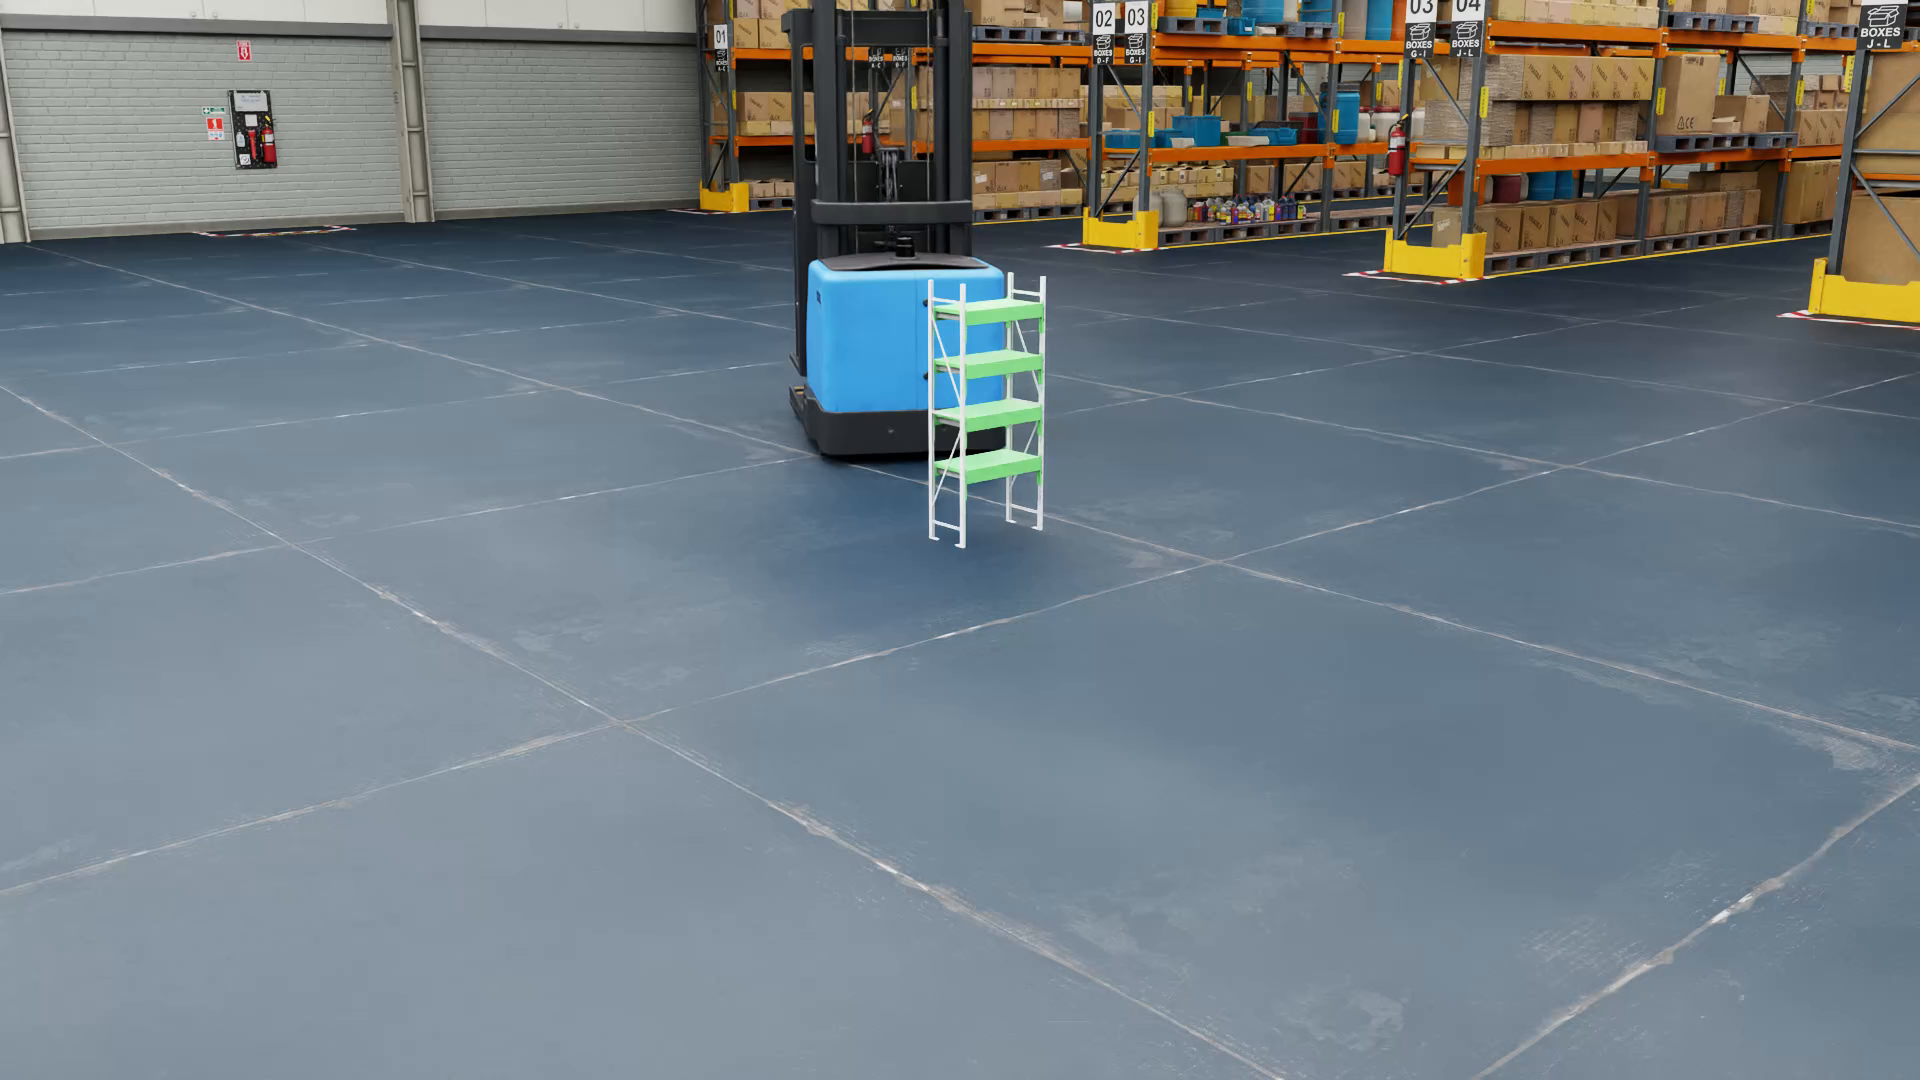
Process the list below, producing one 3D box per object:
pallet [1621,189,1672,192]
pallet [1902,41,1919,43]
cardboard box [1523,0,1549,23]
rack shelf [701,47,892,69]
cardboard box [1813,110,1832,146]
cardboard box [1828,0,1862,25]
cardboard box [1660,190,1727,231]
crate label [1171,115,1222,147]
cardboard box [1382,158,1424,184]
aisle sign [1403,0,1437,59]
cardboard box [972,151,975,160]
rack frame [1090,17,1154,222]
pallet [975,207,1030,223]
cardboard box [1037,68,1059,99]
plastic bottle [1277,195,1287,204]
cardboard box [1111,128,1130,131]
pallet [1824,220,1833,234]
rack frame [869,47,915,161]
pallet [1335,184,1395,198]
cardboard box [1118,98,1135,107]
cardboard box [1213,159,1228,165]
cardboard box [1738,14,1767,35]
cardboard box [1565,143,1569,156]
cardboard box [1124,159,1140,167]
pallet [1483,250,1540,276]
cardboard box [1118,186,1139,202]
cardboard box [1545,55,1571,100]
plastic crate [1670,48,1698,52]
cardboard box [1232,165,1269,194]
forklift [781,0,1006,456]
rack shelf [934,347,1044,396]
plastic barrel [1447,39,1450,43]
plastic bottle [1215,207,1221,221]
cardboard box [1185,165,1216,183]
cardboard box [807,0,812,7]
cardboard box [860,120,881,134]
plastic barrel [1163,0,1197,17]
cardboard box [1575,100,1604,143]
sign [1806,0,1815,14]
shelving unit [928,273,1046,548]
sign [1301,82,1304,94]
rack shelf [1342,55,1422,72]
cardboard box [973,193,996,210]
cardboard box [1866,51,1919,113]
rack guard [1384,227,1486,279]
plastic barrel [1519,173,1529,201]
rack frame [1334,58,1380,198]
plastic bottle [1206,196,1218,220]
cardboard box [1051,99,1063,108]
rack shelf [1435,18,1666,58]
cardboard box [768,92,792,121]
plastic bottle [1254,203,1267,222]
[{"bbox_3d":[13.601,-6.720,32.500,1.213,0.211,1.003,-13,19,-39],"label":"pallet"},{"bbox_3d":[16.026,-8.306,27.394,1.213,0.211,1.003,-13,19,-39],"label":"pallet"},{"bbox_3d":[6.348,-6.022,18.959,0.500,0.250,0.500,-13,20,-41],"label":"cardboard box"},{"bbox_3d":[-2.816,-8.858,30.682,4.000,0.370,1.077,-13,19,-39],"label":"rack shelf"},{"bbox_3d":[12.398,-6.046,24.377,0.500,0.500,0.500,-13,20,-41],"label":"cardboard box"},{"bbox_3d":[12.992,-7.932,24.808,0.637,0.503,0.797,-13,20,-40],"label":"cardboard box"},{"bbox_3d":[10.139,-4.574,23.052,0.500,0.500,0.700,-11,18,-35],"label":"cardboard box"},{"bbox_3d":[3.390,-5.871,23.848,0.616,0.435,0.502,-13,19,-39],"label":"crate label"},{"bbox_3d":[9.396,-7.813,35.171,0.637,0.503,0.797,-13,19,-39],"label":"cardboard box"},{"bbox_3d":[5.186,-5.829,18.722,0.004,0.787,0.394,-13,19,-39],"label":"aisle sign"},{"bbox_3d":[-0.043,-7.755,33.508,0.500,0.250,0.500,-13,20,-41],"label":"cardboard box"},{"bbox_3d":[2.179,-5.489,22.488,0.127,3.000,1.000,-13,19,-39],"label":"rack frame"},{"bbox_3d":[0.399,-5.450,27.745,1.213,0.211,1.003,-13,19,-39],"label":"pallet"},{"bbox_3d":[1.236,-7.645,27.849,0.500,0.500,0.700,-13,20,-39],"label":"cardboard box"},{"bbox_3d":[4.805,-4.962,24.796,0.185,0.351,0.144,-13,19,-39],"label":"plastic bottle"},{"bbox_3d":[2.750,-7.121,29.082,0.250,0.149,0.380,-13,19,-39],"label":"cardboard box"},{"bbox_3d":[13.029,-4.857,25.526,1.213,0.211,1.003,-13,19,-39],"label":"pallet"},{"bbox_3d":[-1.070,-6.454,26.100,0.127,3.000,1.000,-13,19,-39],"label":"rack frame"},{"bbox_3d":[8.501,-7.256,34.505,1.213,0.211,1.003,-13,19,-39],"label":"pallet"},{"bbox_3d":[3.409,-9.268,35.825,0.500,0.500,0.500,-12,19,-38],"label":"cardboard box"},{"bbox_3d":[5.740,-8.637,38.303,0.500,0.500,0.700,-13,20,-40],"label":"cardboard box"},{"bbox_3d":[10.521,-6.957,22.463,0.500,0.250,0.500,-12,19,-38],"label":"cardboard box"},{"bbox_3d":[7.098,-4.709,20.053,0.250,0.149,0.380,-13,19,-39],"label":"cardboard box"},{"bbox_3d":[3.654,-8.328,36.469,0.750,0.750,0.750,-12,19,-38],"label":"cardboard box"},{"bbox_3d":[6.123,-3.321,19.775,1.213,0.211,1.003,-13,19,-39],"label":"pallet"},{"bbox_3d":[2.801,-6.113,29.336,0.500,0.250,0.500,-12,19,-38],"label":"cardboard box"},{"bbox_3d":[6.782,-5.408,19.478,0.500,0.500,0.500,-13,19,-39],"label":"cardboard box"},{"bbox_3d":[13.692,-9.324,31.442,0.336,0.188,0.450,-13,19,-39],"label":"plastic crate"},{"bbox_3d":[5.496,-6.836,31.520,0.500,0.500,0.500,-12,19,-37],"label":"cardboard box"},{"bbox_3d":[-0.512,-2.222,10.388,1.130,2.935,3.031,-3,15,-10],"label":"forklift"},{"bbox_3d":[0.125,-0.778,7.655,0.480,0.148,0.258,-13,19,-39],"label":"rack shelf"},{"bbox_3d":[8.061,-8.167,27.000,0.294,0.245,0.294,0,15,0],"label":"plastic barrel"},{"bbox_3d":[3.824,-4.820,24.552,0.097,0.201,0.097,0,15,0],"label":"plastic bottle"},{"bbox_3d":[4.344,-6.729,30.556,0.500,0.311,0.500,-13,20,-40],"label":"cardboard box"},{"bbox_3d":[-2.996,-9.790,30.605,0.500,0.500,0.500,-13,20,-39],"label":"cardboard box"},{"bbox_3d":[-1.847,-7.811,31.431,0.500,0.250,0.500,-13,19,-39],"label":"cardboard box"},{"bbox_3d":[2.955,-7.450,22.838,0.600,0.588,0.600,0,15,0],"label":"plastic barrel"},{"bbox_3d":[7.356,-5.148,20.441,0.500,0.500,0.875,-13,19,-39],"label":"cardboard box"},{"bbox_3d":[11.820,-7.473,23.101,0.005,0.325,0.100,-13,19,-39],"label":"sign"},{"bbox_3d":[0.125,-0.608,7.700,0.503,1.200,0.258,-13,19,-39],"label":"shelving unit"},{"bbox_3d":[8.091,-10.694,39.271,0.005,0.325,0.100,-13,19,-39],"label":"sign"},{"bbox_3d":[9.491,-9.927,34.685,4.000,0.370,1.077,-13,19,-39],"label":"rack shelf"},{"bbox_3d":[0.233,-5.546,27.215,0.500,0.250,0.500,-13,19,-39],"label":"cardboard box"},{"bbox_3d":[8.915,-4.192,15.247,0.550,0.550,0.875,-13,19,-39],"label":"cardboard box"},{"bbox_3d":[5.487,-3.330,19.249,0.348,0.500,1.175,-13,19,-39],"label":"rack guard"},{"bbox_3d":[9.791,-6.236,29.290,0.421,0.512,0.421,0,15,0],"label":"plastic barrel"},{"bbox_3d":[7.982,-8.487,33.711,0.127,3.000,1.000,-13,19,-39],"label":"rack frame"},{"bbox_3d":[3.711,-4.908,24.593,0.185,0.351,0.144,-12,19,-37],"label":"plastic bottle"},{"bbox_3d":[1.499,-7.319,27.889,0.250,0.149,0.380,-13,20,-41],"label":"cardboard box"},{"bbox_3d":[6.939,-5.965,19.852,4.000,0.370,1.077,-13,19,-39],"label":"rack shelf"},{"bbox_3d":[-3.388,-7.822,30.018,0.500,0.500,0.500,-13,19,-39],"label":"cardboard box"},{"bbox_3d":[4.386,-4.784,24.274,0.135,0.276,0.152,-12,19,-38],"label":"plastic bottle"}]
